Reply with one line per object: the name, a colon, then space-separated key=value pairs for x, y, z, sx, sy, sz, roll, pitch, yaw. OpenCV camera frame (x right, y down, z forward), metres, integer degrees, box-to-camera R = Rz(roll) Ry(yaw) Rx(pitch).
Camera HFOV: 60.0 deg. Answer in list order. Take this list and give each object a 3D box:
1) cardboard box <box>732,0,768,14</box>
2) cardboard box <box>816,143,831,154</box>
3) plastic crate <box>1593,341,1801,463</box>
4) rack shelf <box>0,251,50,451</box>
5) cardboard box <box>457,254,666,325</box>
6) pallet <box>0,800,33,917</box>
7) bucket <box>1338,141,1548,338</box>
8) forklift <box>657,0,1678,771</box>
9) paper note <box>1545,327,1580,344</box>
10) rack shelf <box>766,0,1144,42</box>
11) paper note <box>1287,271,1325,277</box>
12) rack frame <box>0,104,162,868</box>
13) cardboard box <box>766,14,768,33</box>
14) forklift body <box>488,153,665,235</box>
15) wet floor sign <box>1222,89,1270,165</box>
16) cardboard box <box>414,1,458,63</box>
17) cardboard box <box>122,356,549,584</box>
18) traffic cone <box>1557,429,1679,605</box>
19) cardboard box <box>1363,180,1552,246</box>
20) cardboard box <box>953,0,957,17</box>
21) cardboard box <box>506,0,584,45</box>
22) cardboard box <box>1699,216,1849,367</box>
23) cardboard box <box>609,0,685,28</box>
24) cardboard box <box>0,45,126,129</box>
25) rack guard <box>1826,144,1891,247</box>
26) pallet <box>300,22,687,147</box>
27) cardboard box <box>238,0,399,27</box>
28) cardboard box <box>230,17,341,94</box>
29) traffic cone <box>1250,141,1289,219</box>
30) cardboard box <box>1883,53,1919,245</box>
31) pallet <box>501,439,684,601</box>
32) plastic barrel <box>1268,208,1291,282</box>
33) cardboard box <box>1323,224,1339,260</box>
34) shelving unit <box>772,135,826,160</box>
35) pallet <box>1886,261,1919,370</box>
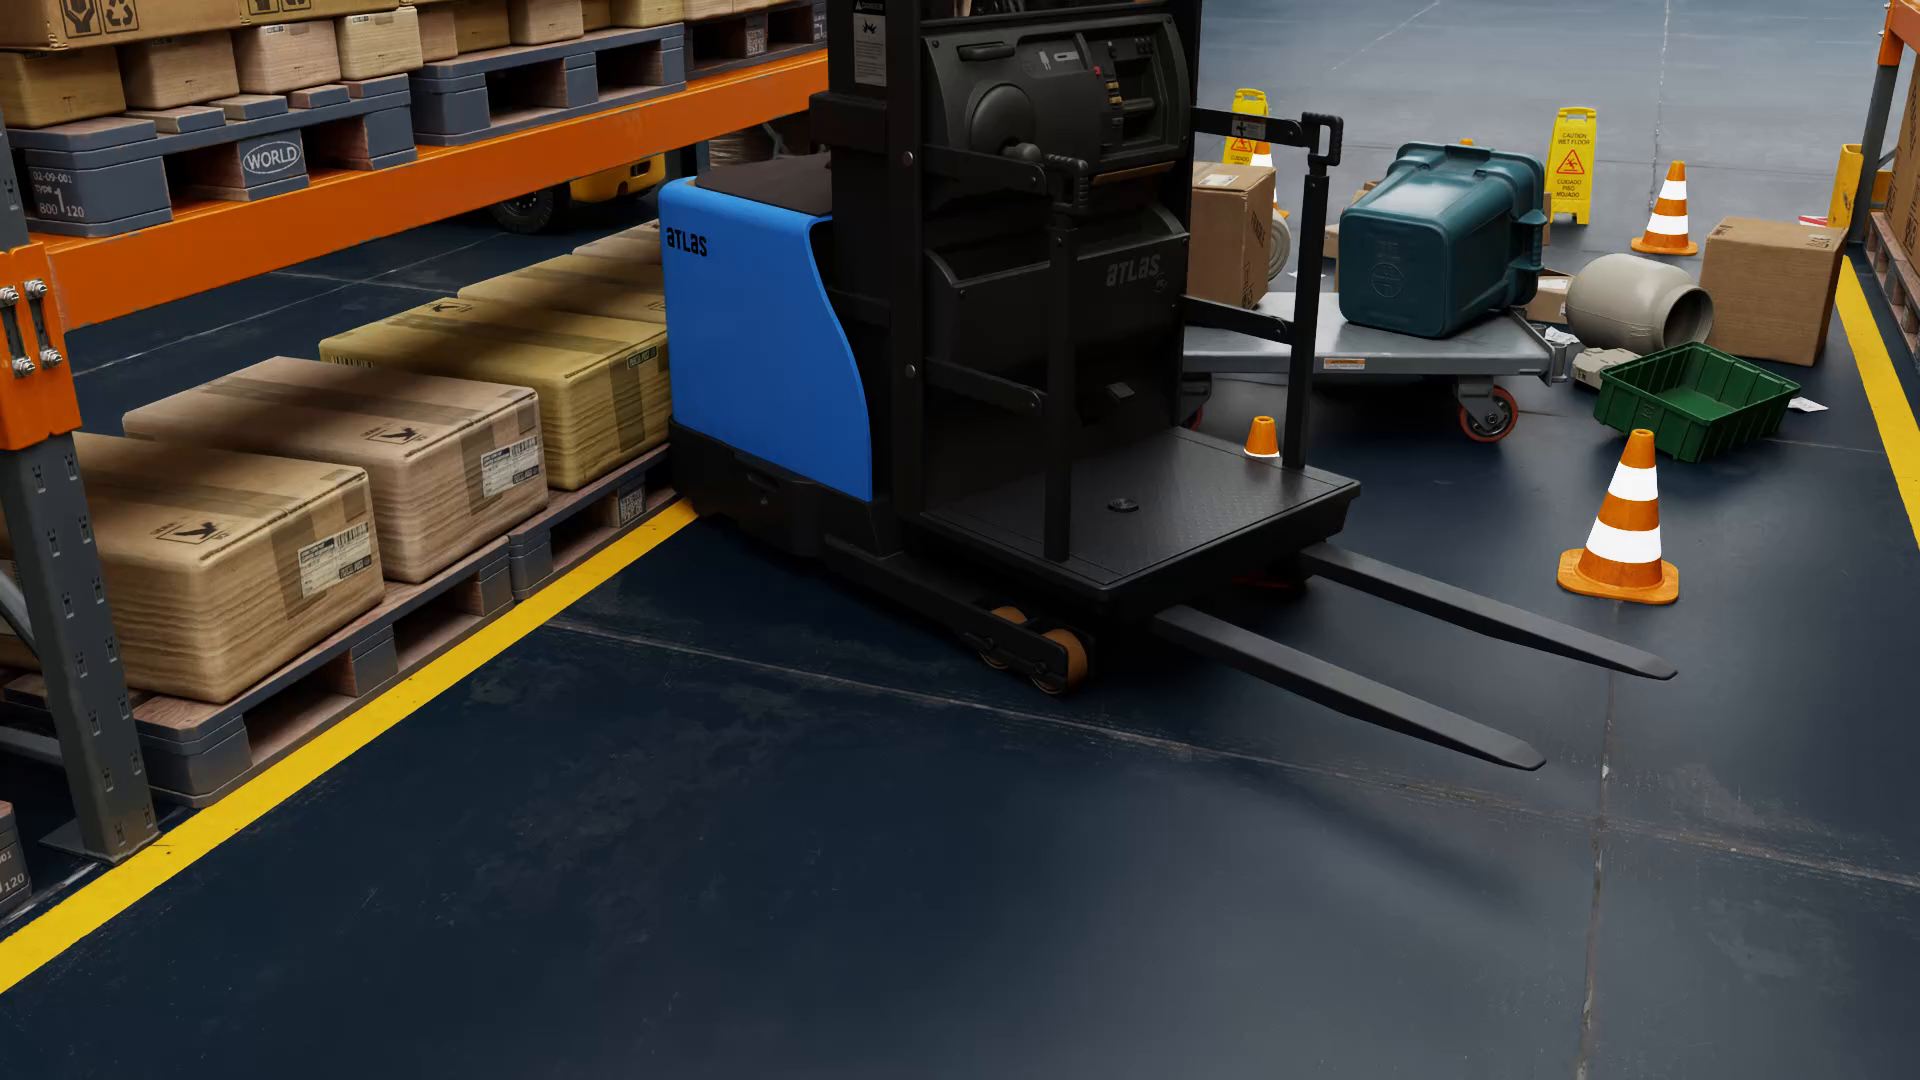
cardboard box: x=-0.876 y=-1.872 z=5.620 sx=0.380 sy=0.149 sz=0.250 roll=8 pitch=24 yaw=19
cardboard box: x=-0.295 y=-1.650 z=7.359 sx=0.500 sy=0.500 sz=0.500 roll=10 pitch=25 yaw=23
plastic crate: x=2.717 y=-0.513 z=6.160 sx=0.662 sy=0.188 sz=0.450 roll=-17 pitch=38 yaw=-35
rack shelf: x=-2.993 y=0.272 z=1.640 sx=1.077 sy=0.370 sz=4.000 roll=9 pitch=24 yaw=20
cardboard box: x=-1.221 y=-0.742 z=6.000 sx=0.950 sy=0.372 sz=0.625 roll=10 pitch=25 yaw=23
pallet: x=-2.613 y=0.783 z=3.102 sx=1.003 sy=0.211 sz=1.213 roll=9 pitch=24 yaw=20
bucket: x=1.779 y=-1.104 z=6.276 sx=0.726 sy=0.611 sz=0.620 roll=19 pitch=39 yaw=38
forklift: x=0.424 y=-1.177 z=4.264 sx=1.130 sy=2.935 sz=3.031 roll=-20 pitch=30 yaw=-39
paper note: x=2.674 y=-0.909 z=7.396 sx=0.172 sy=0.023 sz=0.155 roll=19 pitch=29 yaw=38
rack shelf: x=-0.022 y=-2.591 z=8.493 sx=1.077 sy=0.370 sz=4.000 roll=9 pitch=24 yaw=20
paper note: x=1.763 y=-1.357 z=8.474 sx=0.148 sy=0.019 sz=0.142 roll=19 pitch=29 yaw=38
rack frame: x=-2.251 y=-0.775 z=3.215 sx=1.000 sy=3.000 sz=0.127 roll=9 pitch=24 yaw=20
cardboard box: x=-0.928 y=-2.250 z=7.070 sx=0.380 sy=0.149 sz=0.250 roll=9 pitch=24 yaw=20
forklift body: x=-2.899 y=-3.016 z=9.680 sx=2.313 sy=2.155 sz=1.214 roll=9 pitch=24 yaw=20
wet floor sign: x=1.785 y=-2.467 z=10.318 sx=0.267 sy=0.644 sz=0.232 roll=19 pitch=29 yaw=38
cardboard box: x=-1.538 y=-1.323 z=4.308 sx=0.380 sy=0.149 sz=0.250 roll=10 pitch=25 yaw=23
cardboard box: x=-1.765 y=-0.223 z=4.756 sx=0.950 sy=0.372 sz=0.625 roll=8 pitch=24 yaw=19
traffic cone: x=1.968 y=-0.100 z=4.889 sx=0.336 sy=0.463 sz=0.334 roll=9 pitch=24 yaw=20
cardboard box: x=2.419 y=-1.495 z=8.177 sx=0.797 sy=0.503 sz=0.637 roll=-7 pitch=24 yaw=-17
cardboard box: x=-0.234 y=-2.355 z=7.322 sx=0.380 sy=0.149 sz=0.250 roll=9 pitch=24 yaw=20
cardboard box: x=-1.312 y=-1.514 z=4.765 sx=0.380 sy=0.149 sz=0.250 roll=10 pitch=25 yaw=22
cardboard box: x=3.492 y=-1.084 z=7.194 sx=0.500 sy=0.500 sz=0.500 roll=13 pitch=26 yaw=29
cardboard box: x=-1.092 y=-1.698 z=5.204 sx=0.380 sy=0.149 sz=0.250 roll=9 pitch=24 yaw=20
cardboard box: x=-1.957 y=-0.943 z=3.397 sx=0.380 sy=0.149 sz=0.250 roll=7 pitch=24 yaw=17
rack guard: x=5.363 y=-1.821 z=8.961 sx=1.175 sy=0.500 sz=0.348 roll=9 pitch=24 yaw=20
pallet: x=-1.553 y=-1.401 z=4.961 sx=1.003 sy=0.211 sz=1.213 roll=9 pitch=24 yaw=20
cardboard box: x=-1.682 y=-1.468 z=3.812 sx=0.500 sy=0.500 sz=0.500 roll=10 pitch=25 yaw=23
cardboard box: x=-1.677 y=-1.131 z=3.846 sx=0.380 sy=0.149 sz=0.250 roll=7 pitch=24 yaw=17
traffic cone: x=1.759 y=-2.129 z=9.747 sx=0.336 sy=0.463 sz=0.334 roll=9 pitch=24 yaw=20
cardboard box: x=5.164 y=-1.927 z=8.183 sx=0.875 sy=0.875 sz=0.875 roll=9 pitch=24 yaw=20
pallet: x=-1.504 y=-0.203 z=5.463 sx=1.003 sy=0.211 sz=1.213 roll=9 pitch=24 yaw=20
plastic barrel: x=1.359 y=-1.494 z=8.276 sx=0.421 sy=0.421 sz=0.512 roll=-12 pitch=25 yaw=-26
cardboard box: x=2.110 y=-1.565 z=8.803 sx=0.250 sy=0.149 sz=0.380 roll=-17 pitch=28 yaw=-35
shelving unit: x=-0.590 y=-0.876 z=5.876 sx=0.215 sy=1.050 sz=0.252 roll=8 pitch=-3 yaw=23
pallet: x=4.675 y=-0.947 z=7.242 sx=1.003 sy=0.211 sz=1.213 roll=9 pitch=24 yaw=20
